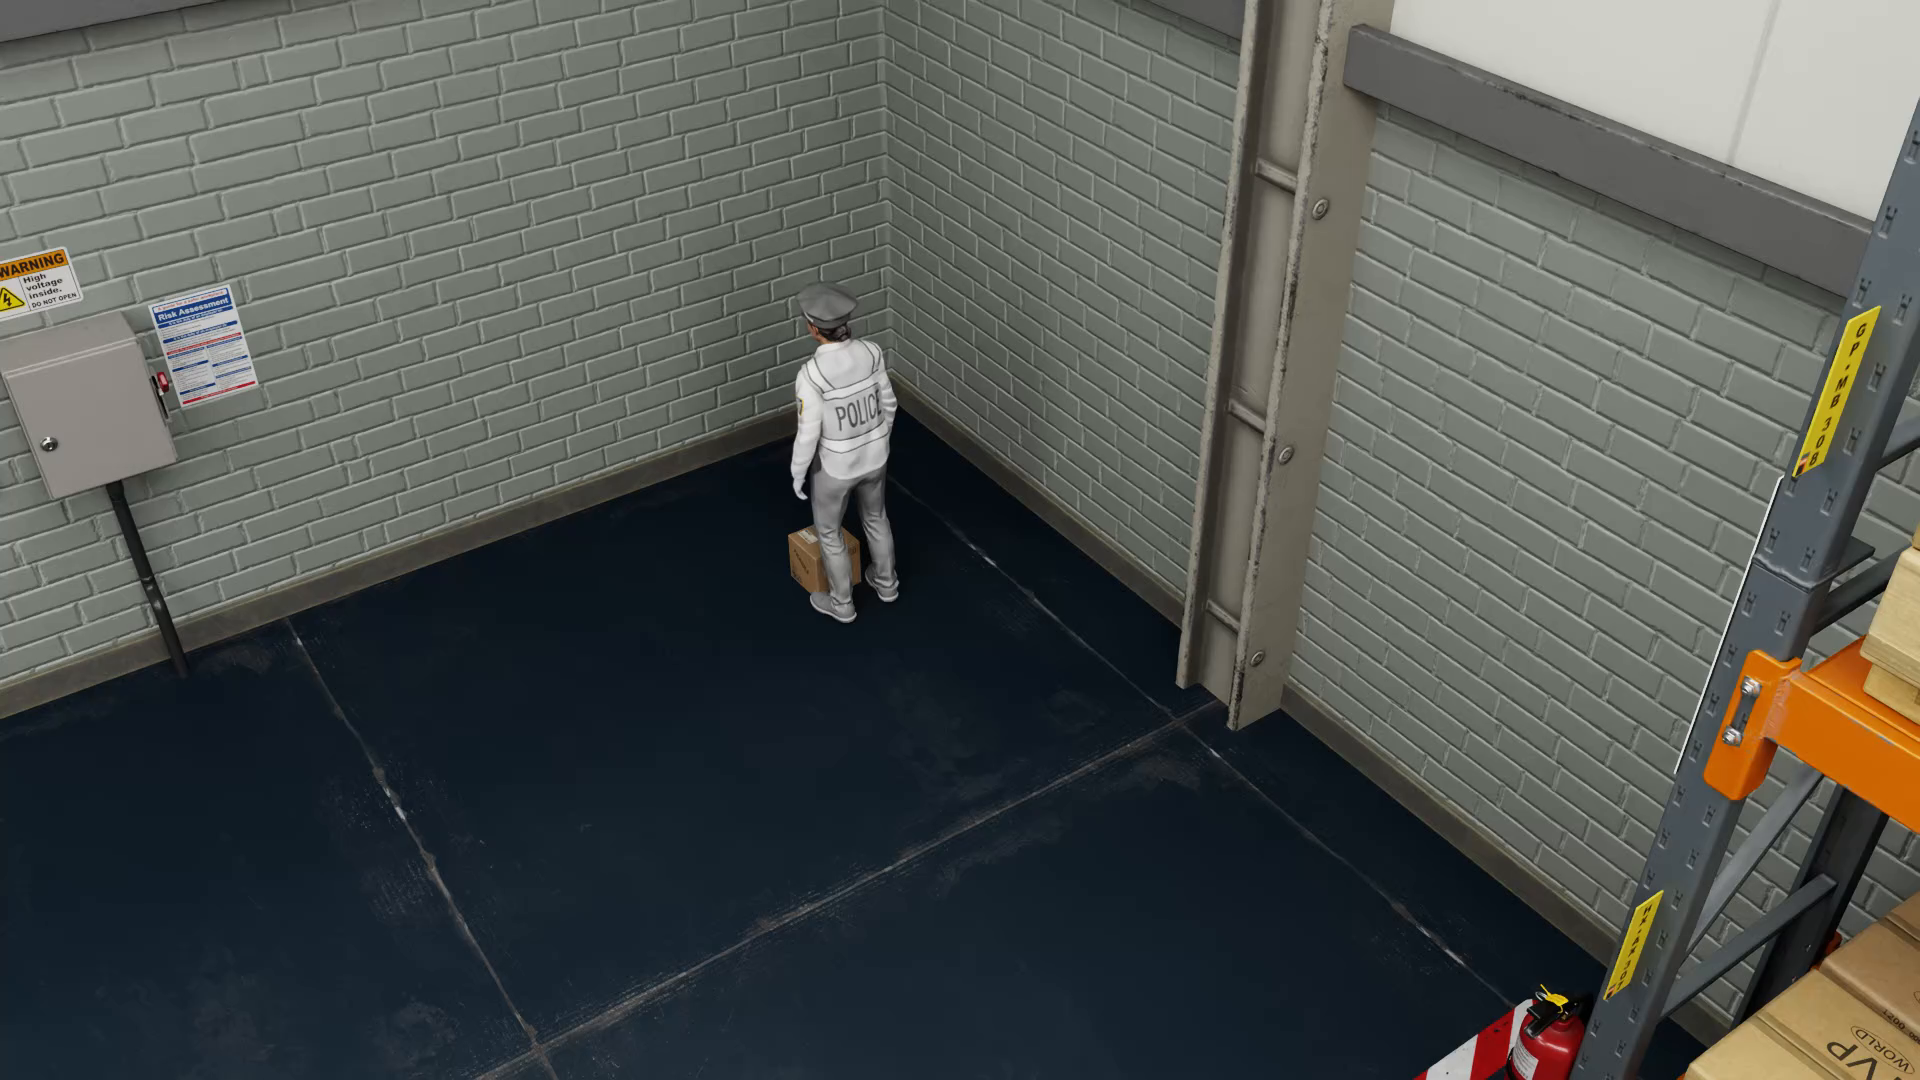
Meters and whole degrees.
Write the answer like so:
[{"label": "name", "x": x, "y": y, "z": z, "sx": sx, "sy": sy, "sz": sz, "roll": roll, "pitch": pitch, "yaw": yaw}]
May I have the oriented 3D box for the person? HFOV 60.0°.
[{"label": "person", "x": -0.518, "y": -0.360, "z": 7.480, "sx": 0.547, "sy": 1.667, "sz": 0.369, "roll": -25, "pitch": 43, "yaw": -30}]
